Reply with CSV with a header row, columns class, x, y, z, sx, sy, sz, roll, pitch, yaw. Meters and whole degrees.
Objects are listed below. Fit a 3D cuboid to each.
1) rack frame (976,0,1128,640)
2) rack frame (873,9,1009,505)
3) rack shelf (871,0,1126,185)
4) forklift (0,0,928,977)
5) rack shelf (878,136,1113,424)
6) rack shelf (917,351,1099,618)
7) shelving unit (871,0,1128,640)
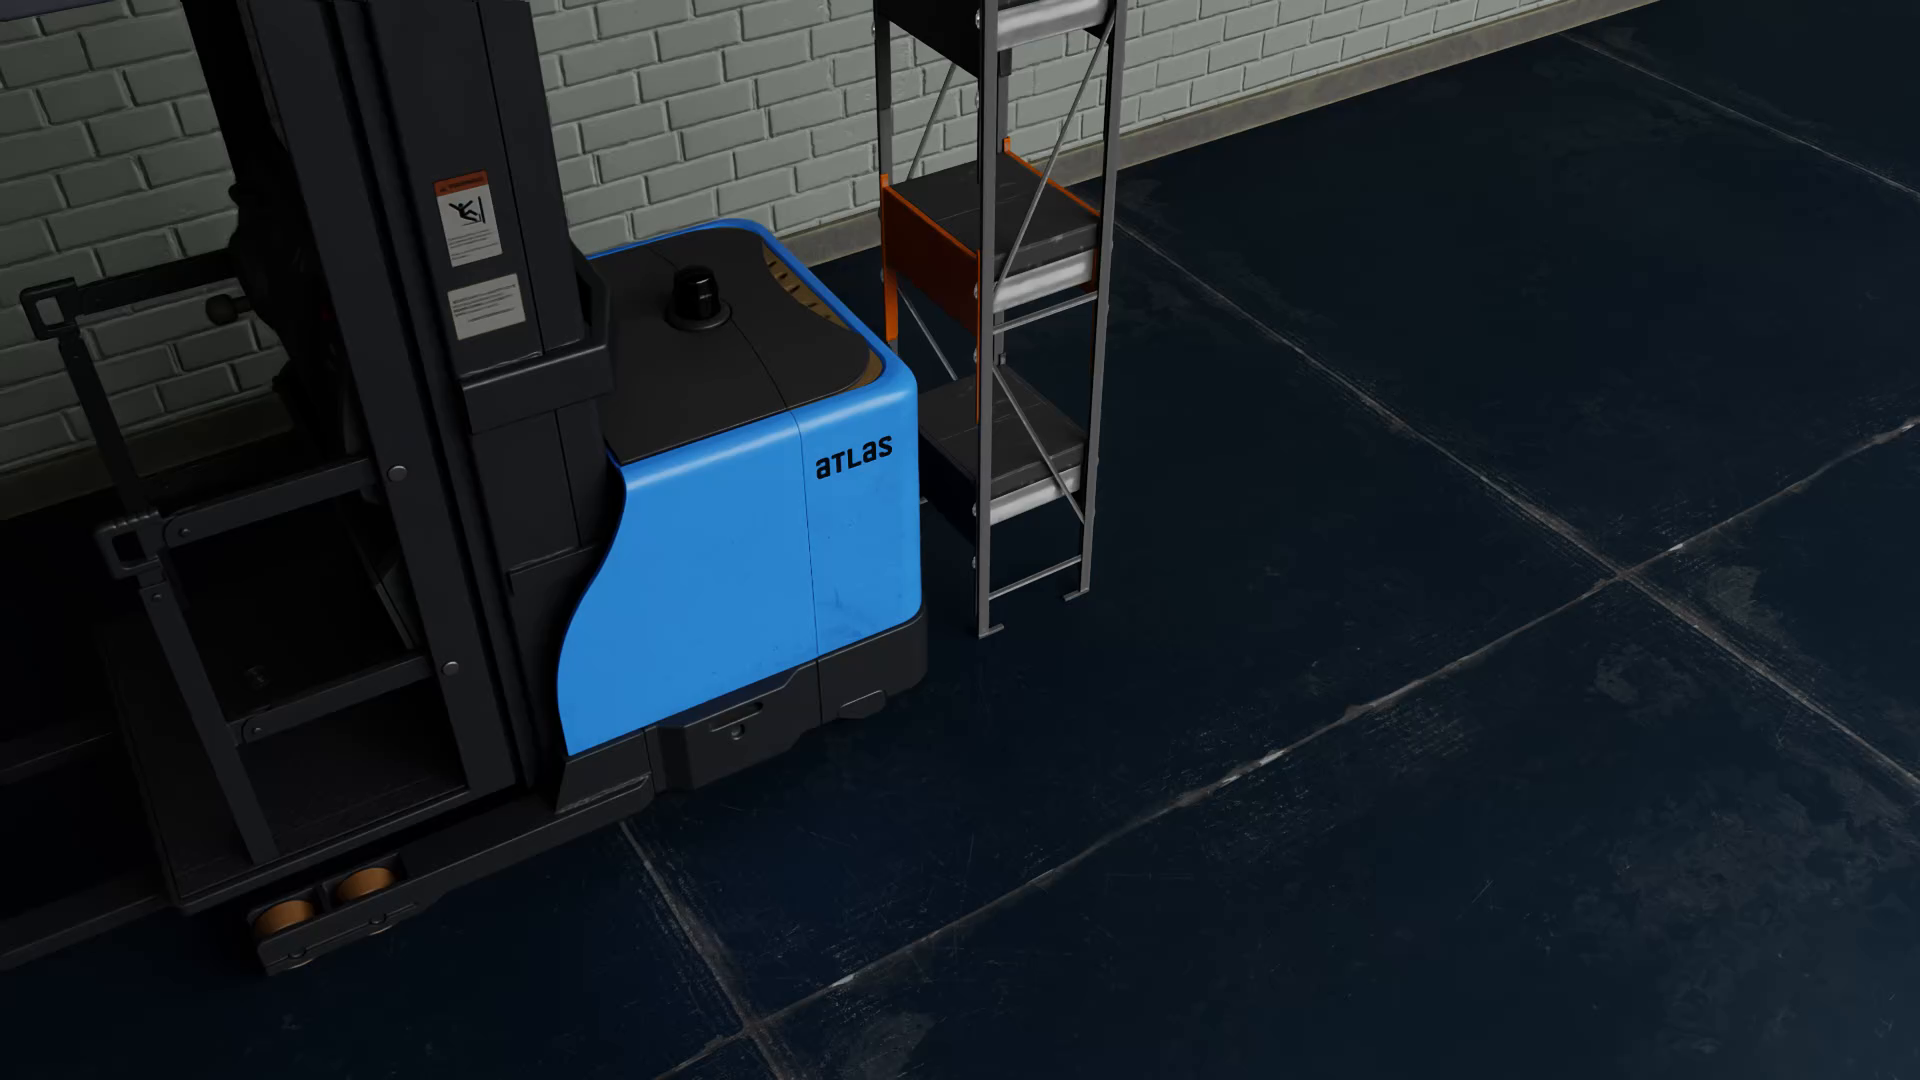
class,x,y,z,sx,sy,sz,roll,pitch,yaw
rack frame,0.220,-0.586,4.313,0.400,2.100,0.015,-22,45,-24
rack frame,-0.042,-0.849,4.629,0.400,2.100,0.015,-22,45,-24
rack shelf,0.089,-1.245,4.031,0.431,0.518,0.480,-22,45,-24
forklift,-1.621,-0.482,3.539,3.031,2.935,1.130,-21,44,-23
rack shelf,0.089,-0.707,4.479,0.431,0.518,0.480,-22,45,-24
rack shelf,0.089,-0.169,4.927,0.431,0.518,0.480,-22,45,-24
shelving unit,0.089,-0.717,4.471,0.431,2.100,0.503,-22,45,-24
